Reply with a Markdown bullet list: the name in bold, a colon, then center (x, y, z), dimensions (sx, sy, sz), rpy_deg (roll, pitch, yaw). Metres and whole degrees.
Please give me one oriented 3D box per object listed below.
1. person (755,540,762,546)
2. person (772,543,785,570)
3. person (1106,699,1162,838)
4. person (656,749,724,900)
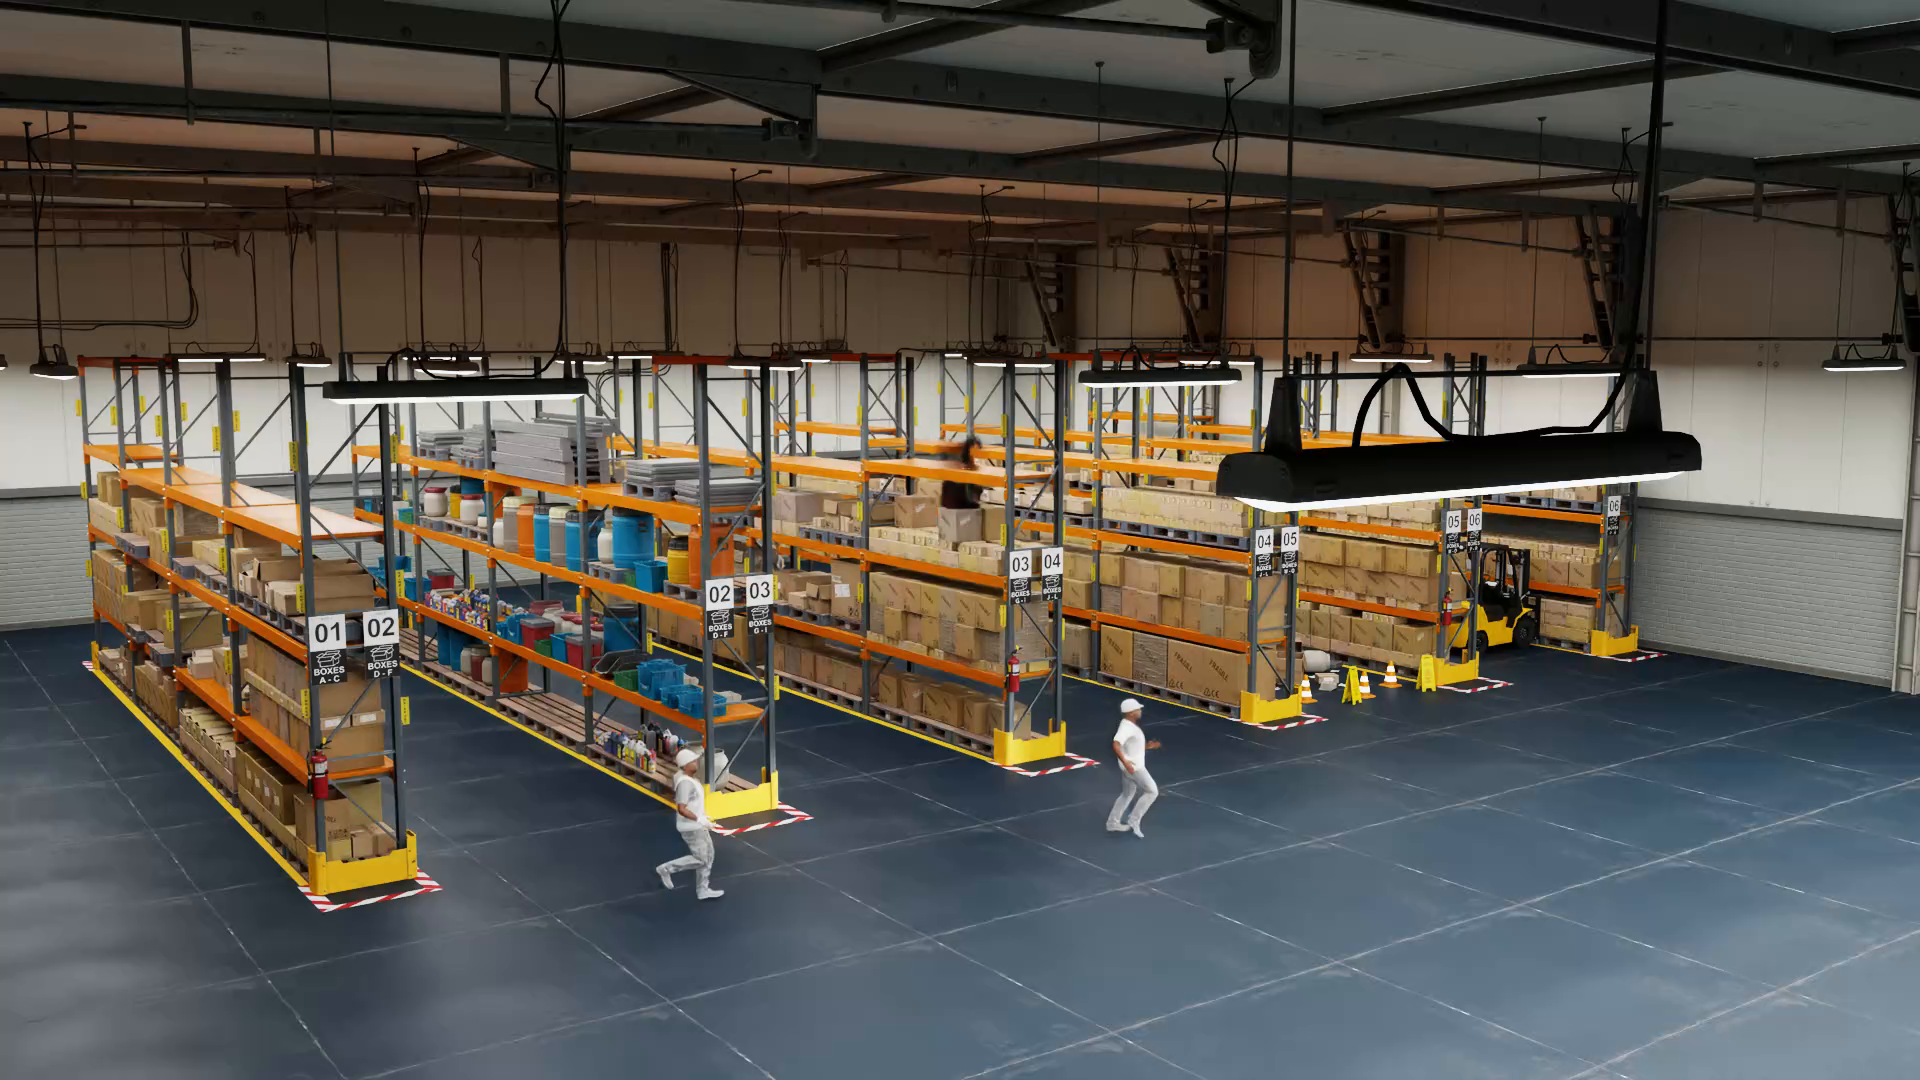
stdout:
- **person**: center (-4.719, 0.822, 38.703), dimensions (0.645, 1.686, 0.667), rpy_deg (-3, 8, -24)
- **person**: center (-4.273, 0.906, 37.948), dimensions (0.564, 1.700, 0.836), rpy_deg (-3, 8, -25)
- **person**: center (2.219, 2.901, 21.163), dimensions (0.710, 1.782, 0.677), rpy_deg (0, 7, -4)
- **person**: center (-3.058, 3.212, 18.765), dimensions (0.761, 1.744, 0.696), rpy_deg (-1, 7, -10)
